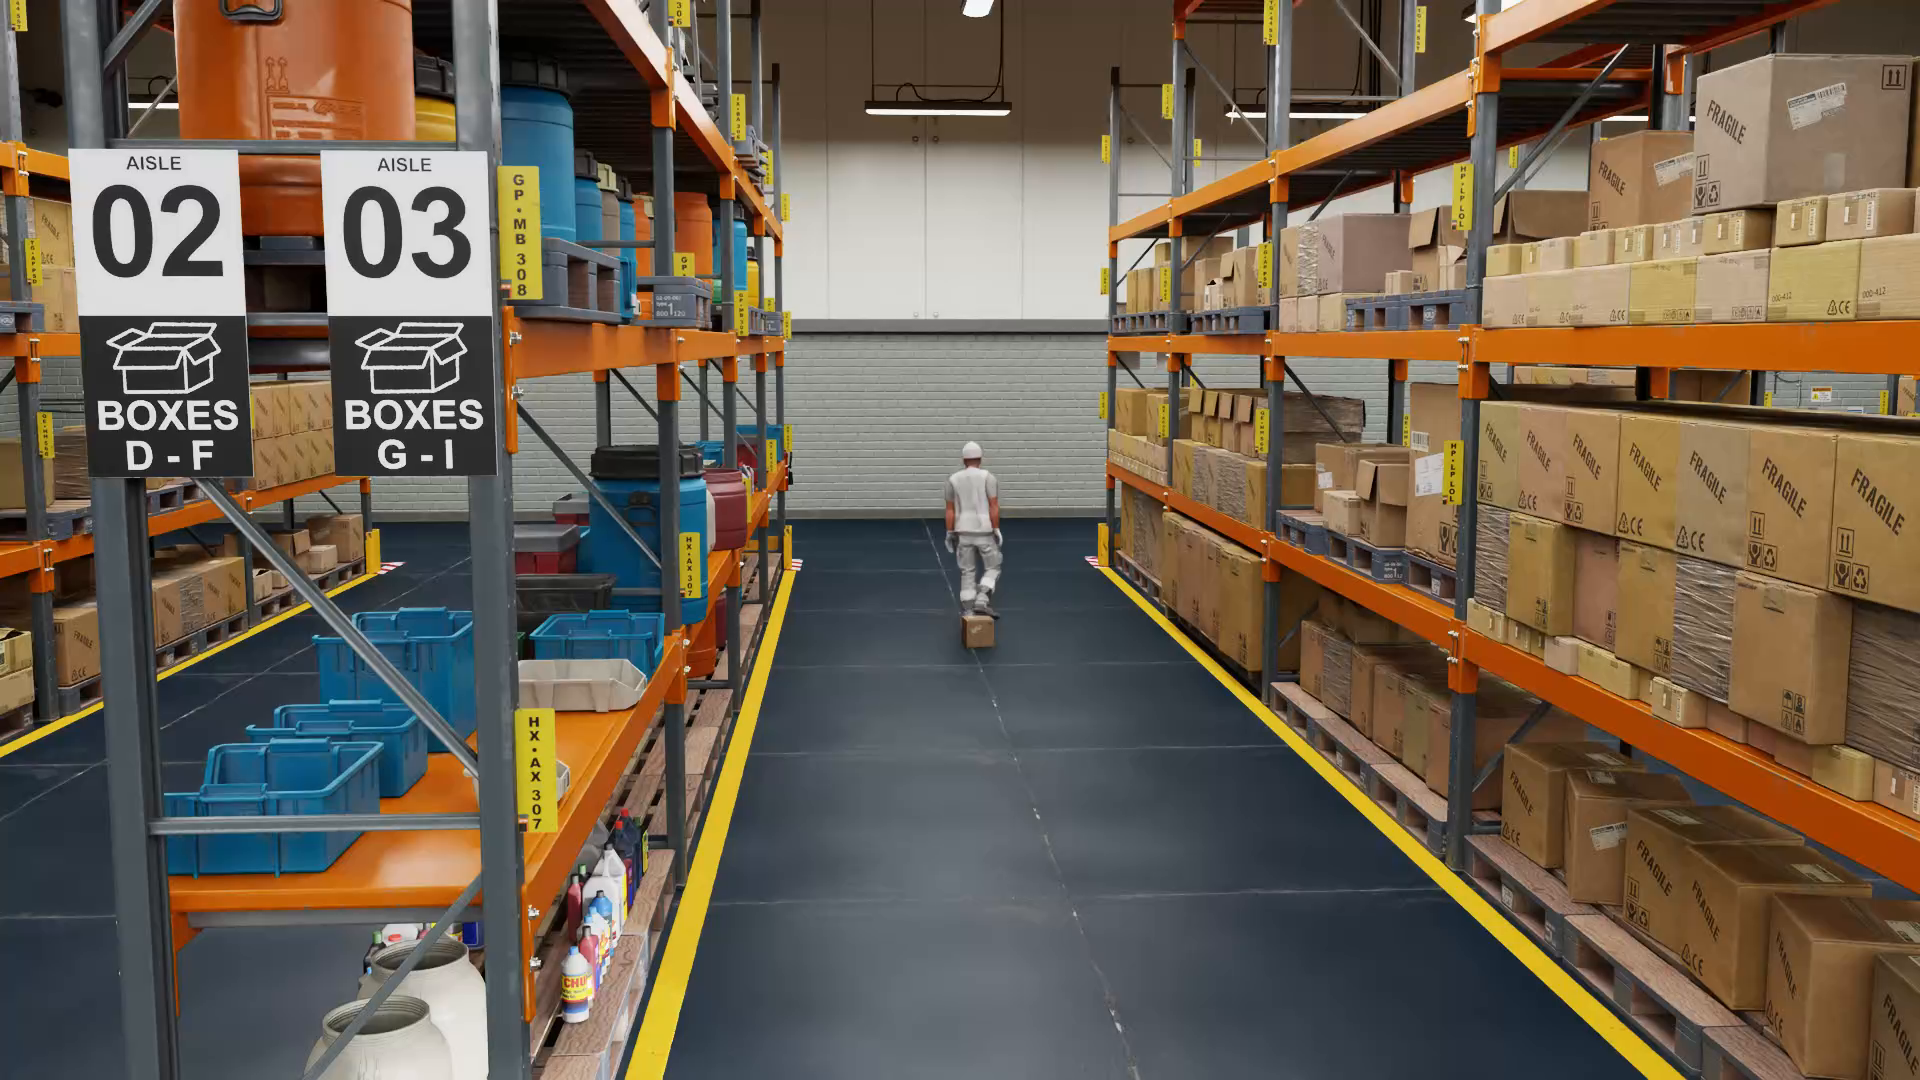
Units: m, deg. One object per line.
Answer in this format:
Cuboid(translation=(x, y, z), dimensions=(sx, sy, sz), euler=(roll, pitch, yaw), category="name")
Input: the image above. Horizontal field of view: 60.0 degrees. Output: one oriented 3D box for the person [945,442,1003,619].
Cuboid(translation=(0.133, -0.047, 15.956), dimensions=(0.587, 1.779, 0.537), euler=(2, 7, 15), category="person")
